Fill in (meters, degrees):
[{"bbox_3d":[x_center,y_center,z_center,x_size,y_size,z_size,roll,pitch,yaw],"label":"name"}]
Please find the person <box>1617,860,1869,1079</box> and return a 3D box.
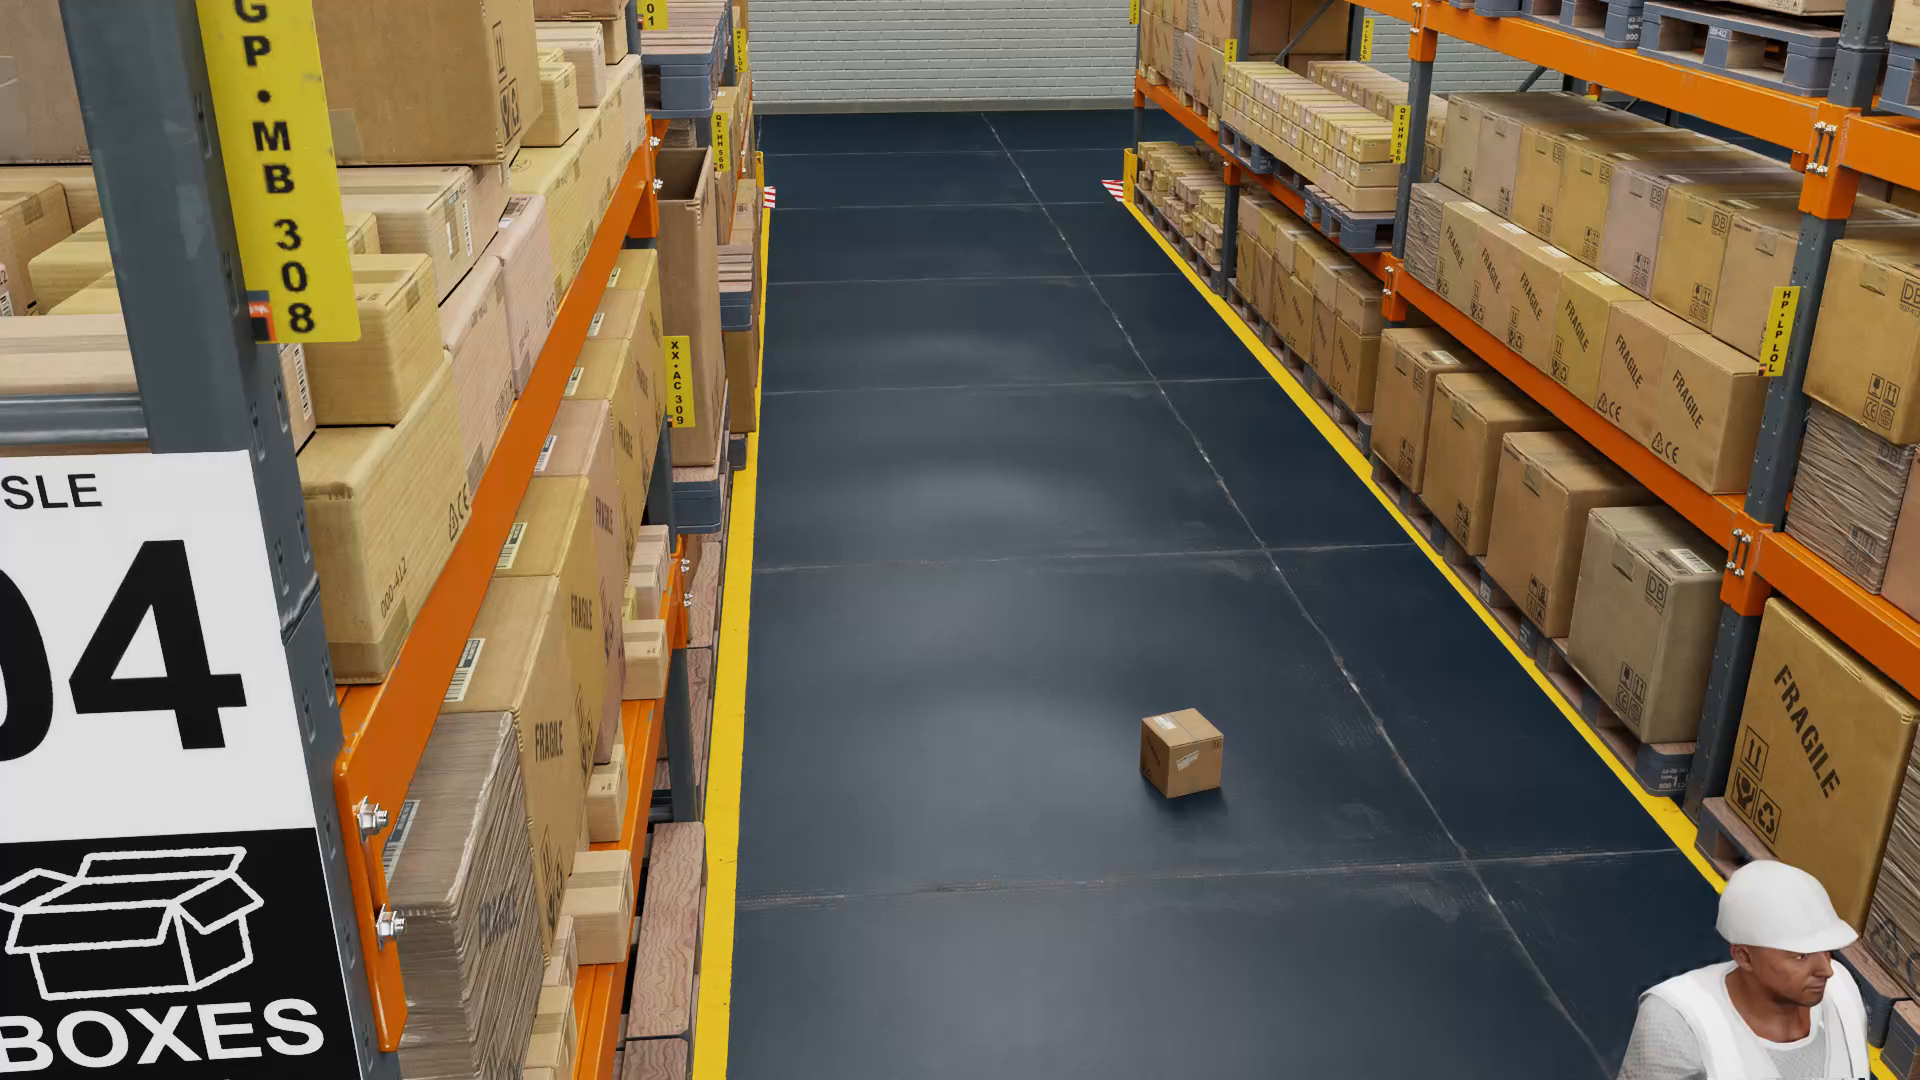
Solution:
[{"bbox_3d":[1.715,1.469,3.695,0.587,1.754,0.972,-8,25,-18],"label":"person"}]
